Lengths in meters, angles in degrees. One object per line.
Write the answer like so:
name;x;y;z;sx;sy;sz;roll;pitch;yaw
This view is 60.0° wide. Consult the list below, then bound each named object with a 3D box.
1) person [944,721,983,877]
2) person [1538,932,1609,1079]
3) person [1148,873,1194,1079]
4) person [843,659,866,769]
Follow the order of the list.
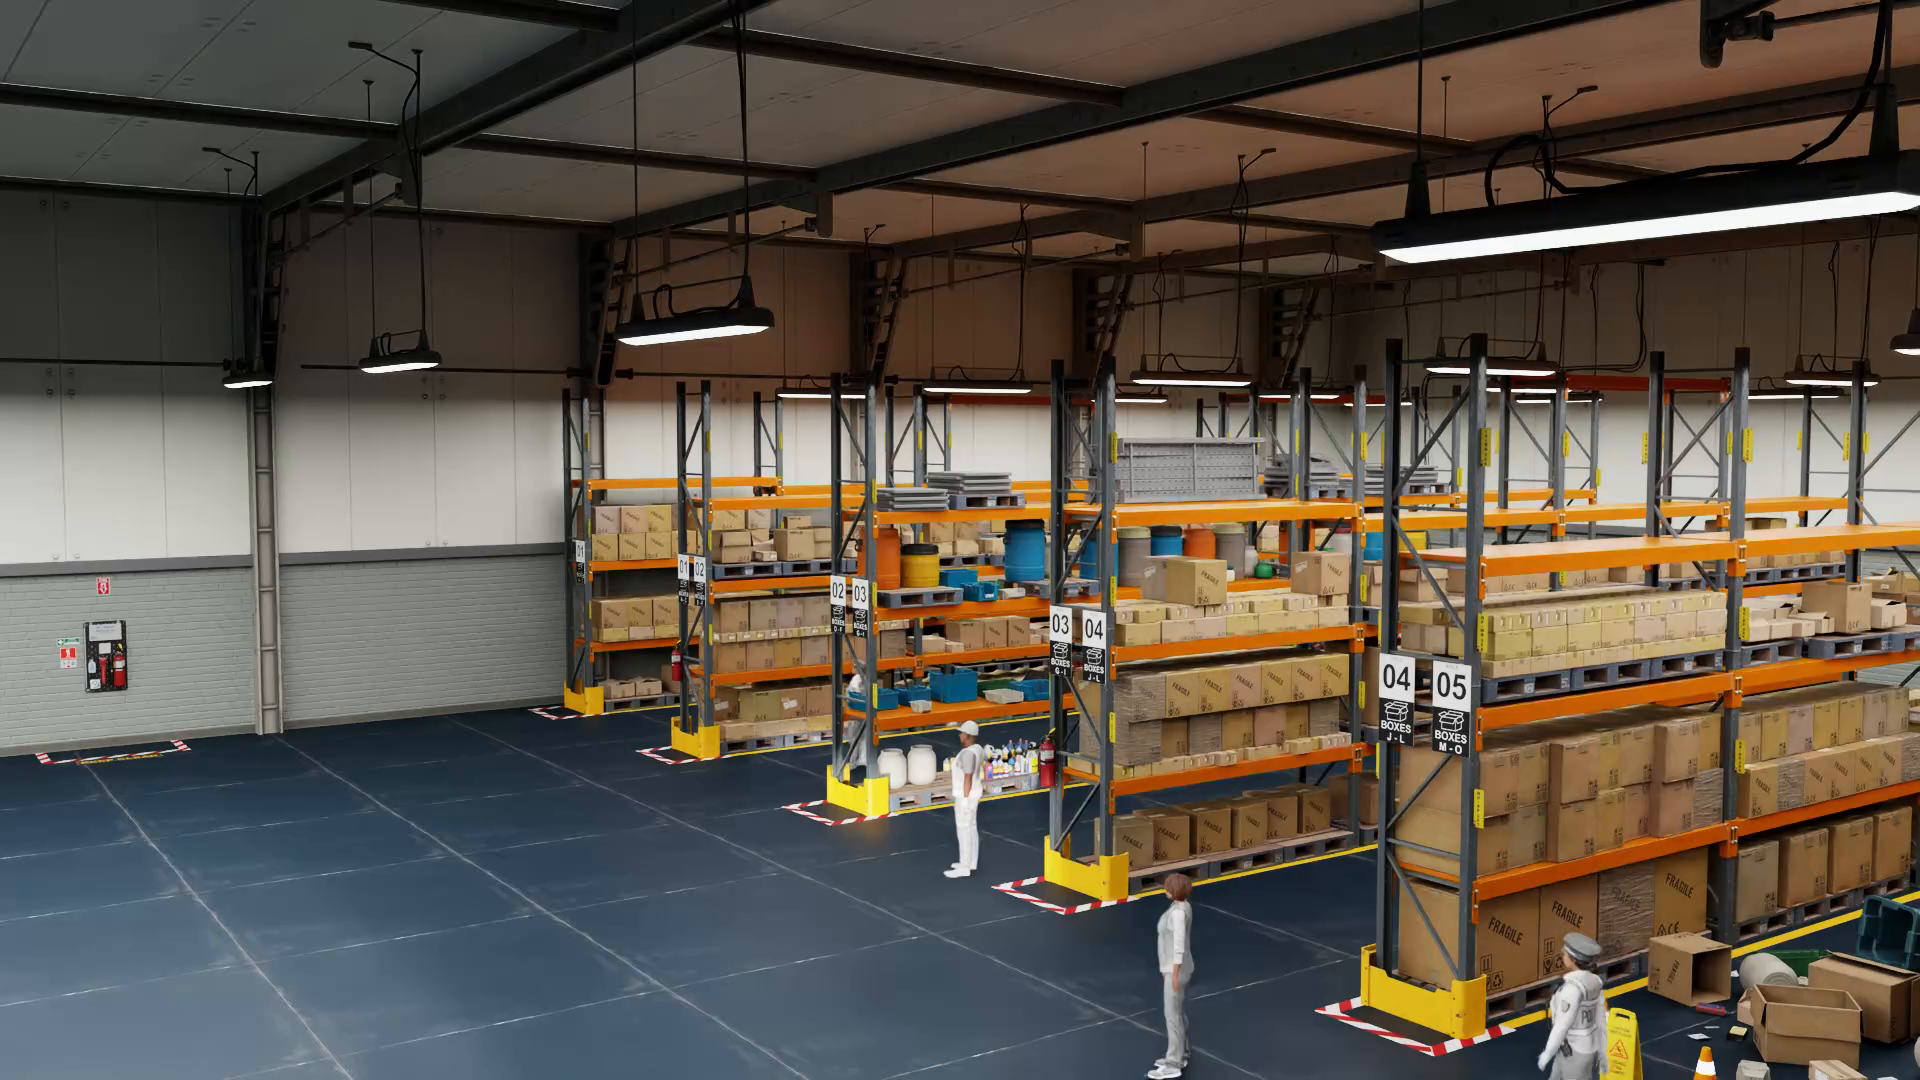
person;0.053;3.013;19.520;0.407;1.795;0.600;1;4;10
person;4.334;3.584;11.680;0.990;1.646;0.470;3;5;37
person;1.705;3.499;13.442;0.373;1.606;0.496;0;4;5
person;-1.604;2.677;25.665;0.375;1.703;0.507;2;4;26
